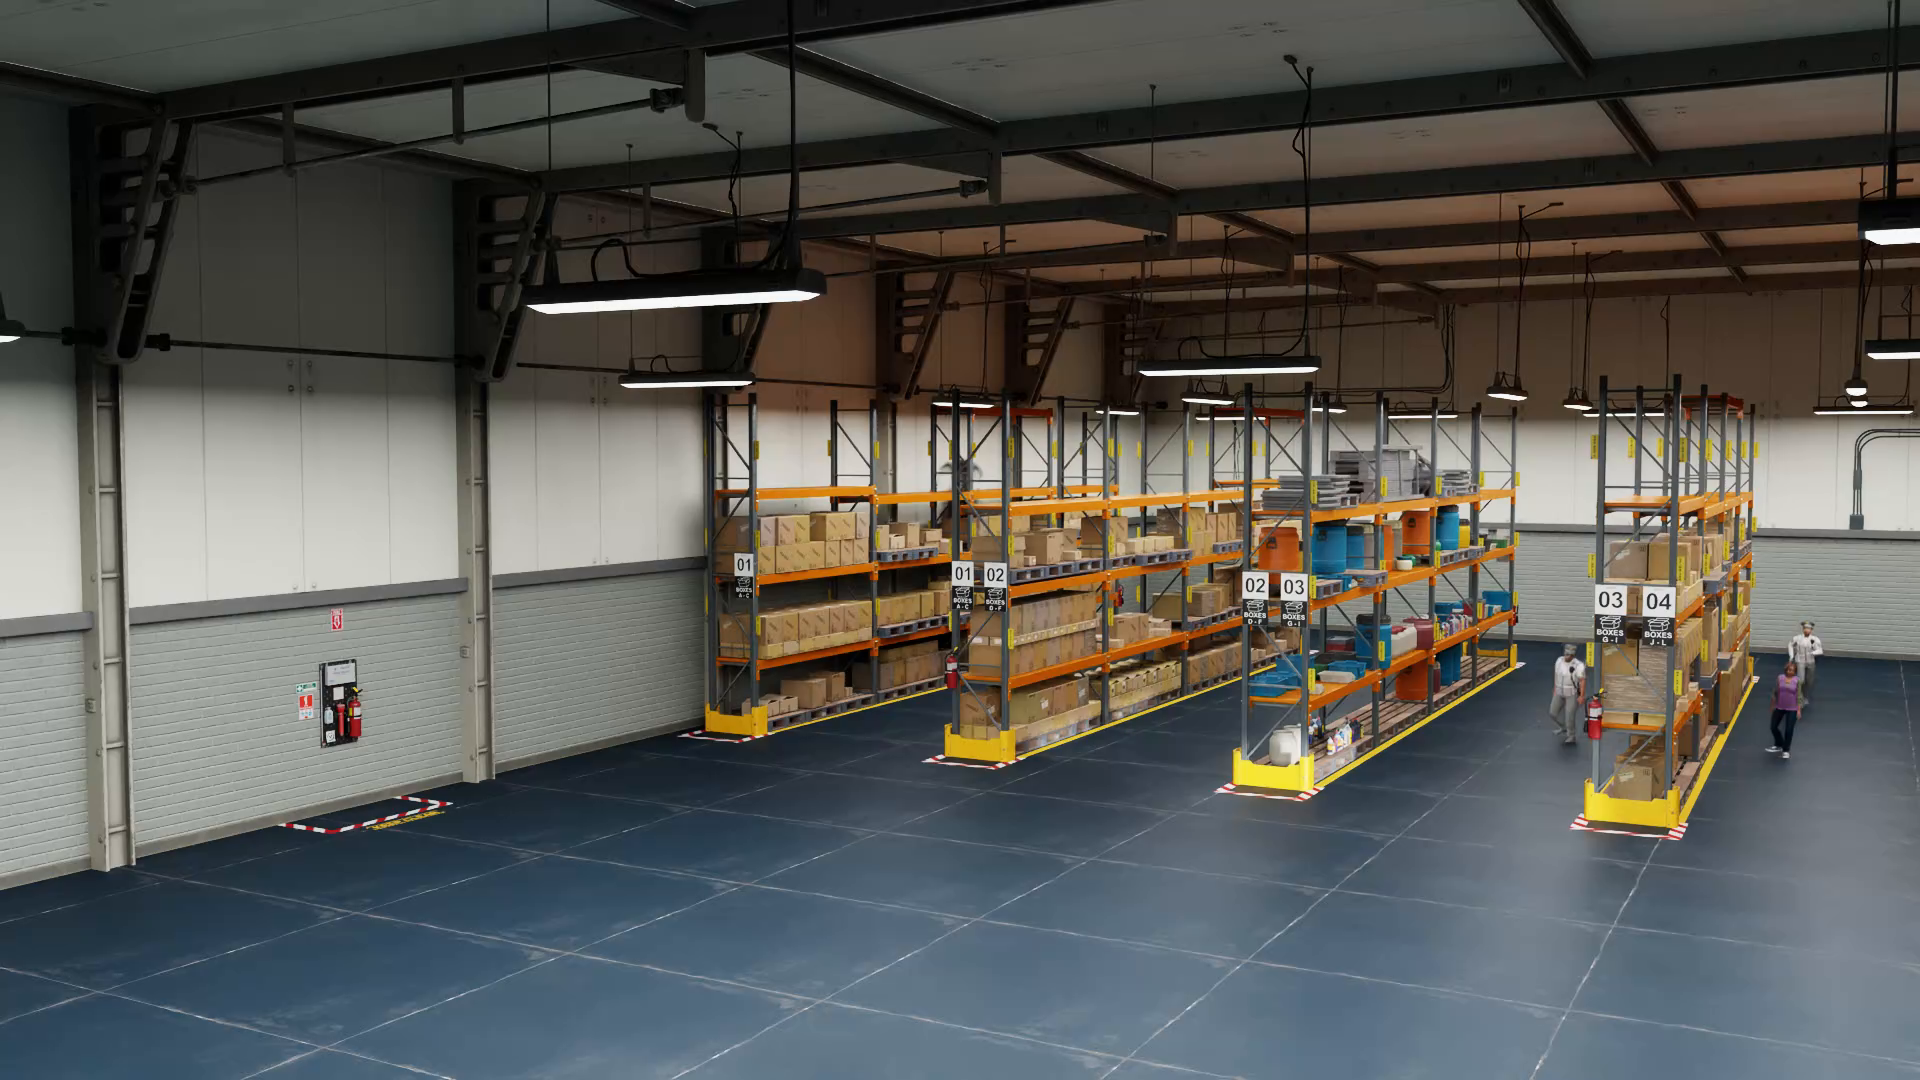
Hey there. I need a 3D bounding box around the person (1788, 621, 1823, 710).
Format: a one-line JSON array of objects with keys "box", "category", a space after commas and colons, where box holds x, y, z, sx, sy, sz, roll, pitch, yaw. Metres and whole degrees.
[{"box": [16.363, 2.421, 32.174, 0.562, 1.718, 0.689, 1, 3, 19], "category": "person"}]

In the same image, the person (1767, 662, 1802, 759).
[{"box": [13.406, 2.806, 27.035, 0.536, 1.464, 0.435, 3, 4, 39], "category": "person"}]

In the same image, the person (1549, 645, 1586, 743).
[{"box": [10.401, 2.624, 28.408, 0.606, 1.690, 0.716, -3, 4, -42], "category": "person"}]
